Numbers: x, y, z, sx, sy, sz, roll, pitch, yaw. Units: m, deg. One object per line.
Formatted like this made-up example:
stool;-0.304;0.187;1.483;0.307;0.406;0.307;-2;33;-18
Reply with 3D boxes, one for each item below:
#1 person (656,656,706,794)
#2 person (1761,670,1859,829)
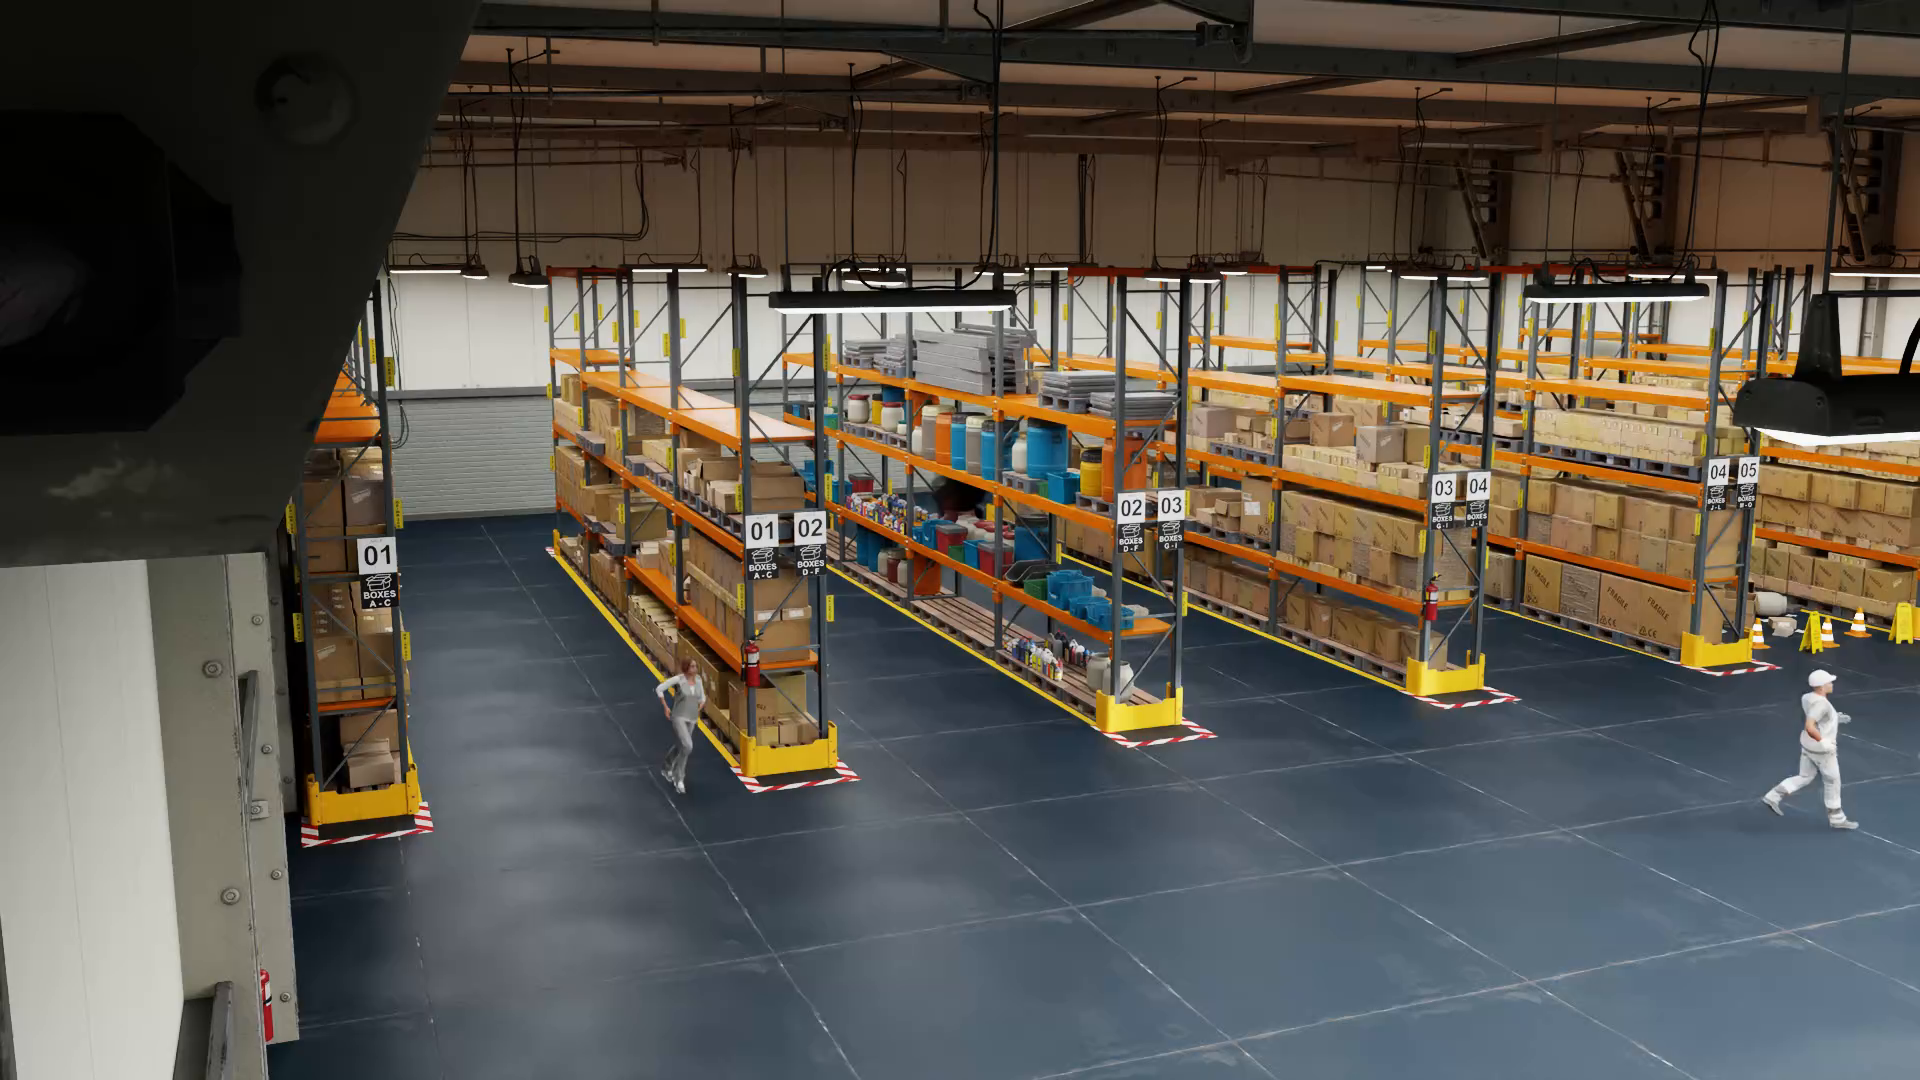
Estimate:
person;-3.297;2.163;19.785;0.688;1.602;0.546;9;14;43
person;9.405;2.289;18.260;1.000;1.766;0.663;1;10;6
